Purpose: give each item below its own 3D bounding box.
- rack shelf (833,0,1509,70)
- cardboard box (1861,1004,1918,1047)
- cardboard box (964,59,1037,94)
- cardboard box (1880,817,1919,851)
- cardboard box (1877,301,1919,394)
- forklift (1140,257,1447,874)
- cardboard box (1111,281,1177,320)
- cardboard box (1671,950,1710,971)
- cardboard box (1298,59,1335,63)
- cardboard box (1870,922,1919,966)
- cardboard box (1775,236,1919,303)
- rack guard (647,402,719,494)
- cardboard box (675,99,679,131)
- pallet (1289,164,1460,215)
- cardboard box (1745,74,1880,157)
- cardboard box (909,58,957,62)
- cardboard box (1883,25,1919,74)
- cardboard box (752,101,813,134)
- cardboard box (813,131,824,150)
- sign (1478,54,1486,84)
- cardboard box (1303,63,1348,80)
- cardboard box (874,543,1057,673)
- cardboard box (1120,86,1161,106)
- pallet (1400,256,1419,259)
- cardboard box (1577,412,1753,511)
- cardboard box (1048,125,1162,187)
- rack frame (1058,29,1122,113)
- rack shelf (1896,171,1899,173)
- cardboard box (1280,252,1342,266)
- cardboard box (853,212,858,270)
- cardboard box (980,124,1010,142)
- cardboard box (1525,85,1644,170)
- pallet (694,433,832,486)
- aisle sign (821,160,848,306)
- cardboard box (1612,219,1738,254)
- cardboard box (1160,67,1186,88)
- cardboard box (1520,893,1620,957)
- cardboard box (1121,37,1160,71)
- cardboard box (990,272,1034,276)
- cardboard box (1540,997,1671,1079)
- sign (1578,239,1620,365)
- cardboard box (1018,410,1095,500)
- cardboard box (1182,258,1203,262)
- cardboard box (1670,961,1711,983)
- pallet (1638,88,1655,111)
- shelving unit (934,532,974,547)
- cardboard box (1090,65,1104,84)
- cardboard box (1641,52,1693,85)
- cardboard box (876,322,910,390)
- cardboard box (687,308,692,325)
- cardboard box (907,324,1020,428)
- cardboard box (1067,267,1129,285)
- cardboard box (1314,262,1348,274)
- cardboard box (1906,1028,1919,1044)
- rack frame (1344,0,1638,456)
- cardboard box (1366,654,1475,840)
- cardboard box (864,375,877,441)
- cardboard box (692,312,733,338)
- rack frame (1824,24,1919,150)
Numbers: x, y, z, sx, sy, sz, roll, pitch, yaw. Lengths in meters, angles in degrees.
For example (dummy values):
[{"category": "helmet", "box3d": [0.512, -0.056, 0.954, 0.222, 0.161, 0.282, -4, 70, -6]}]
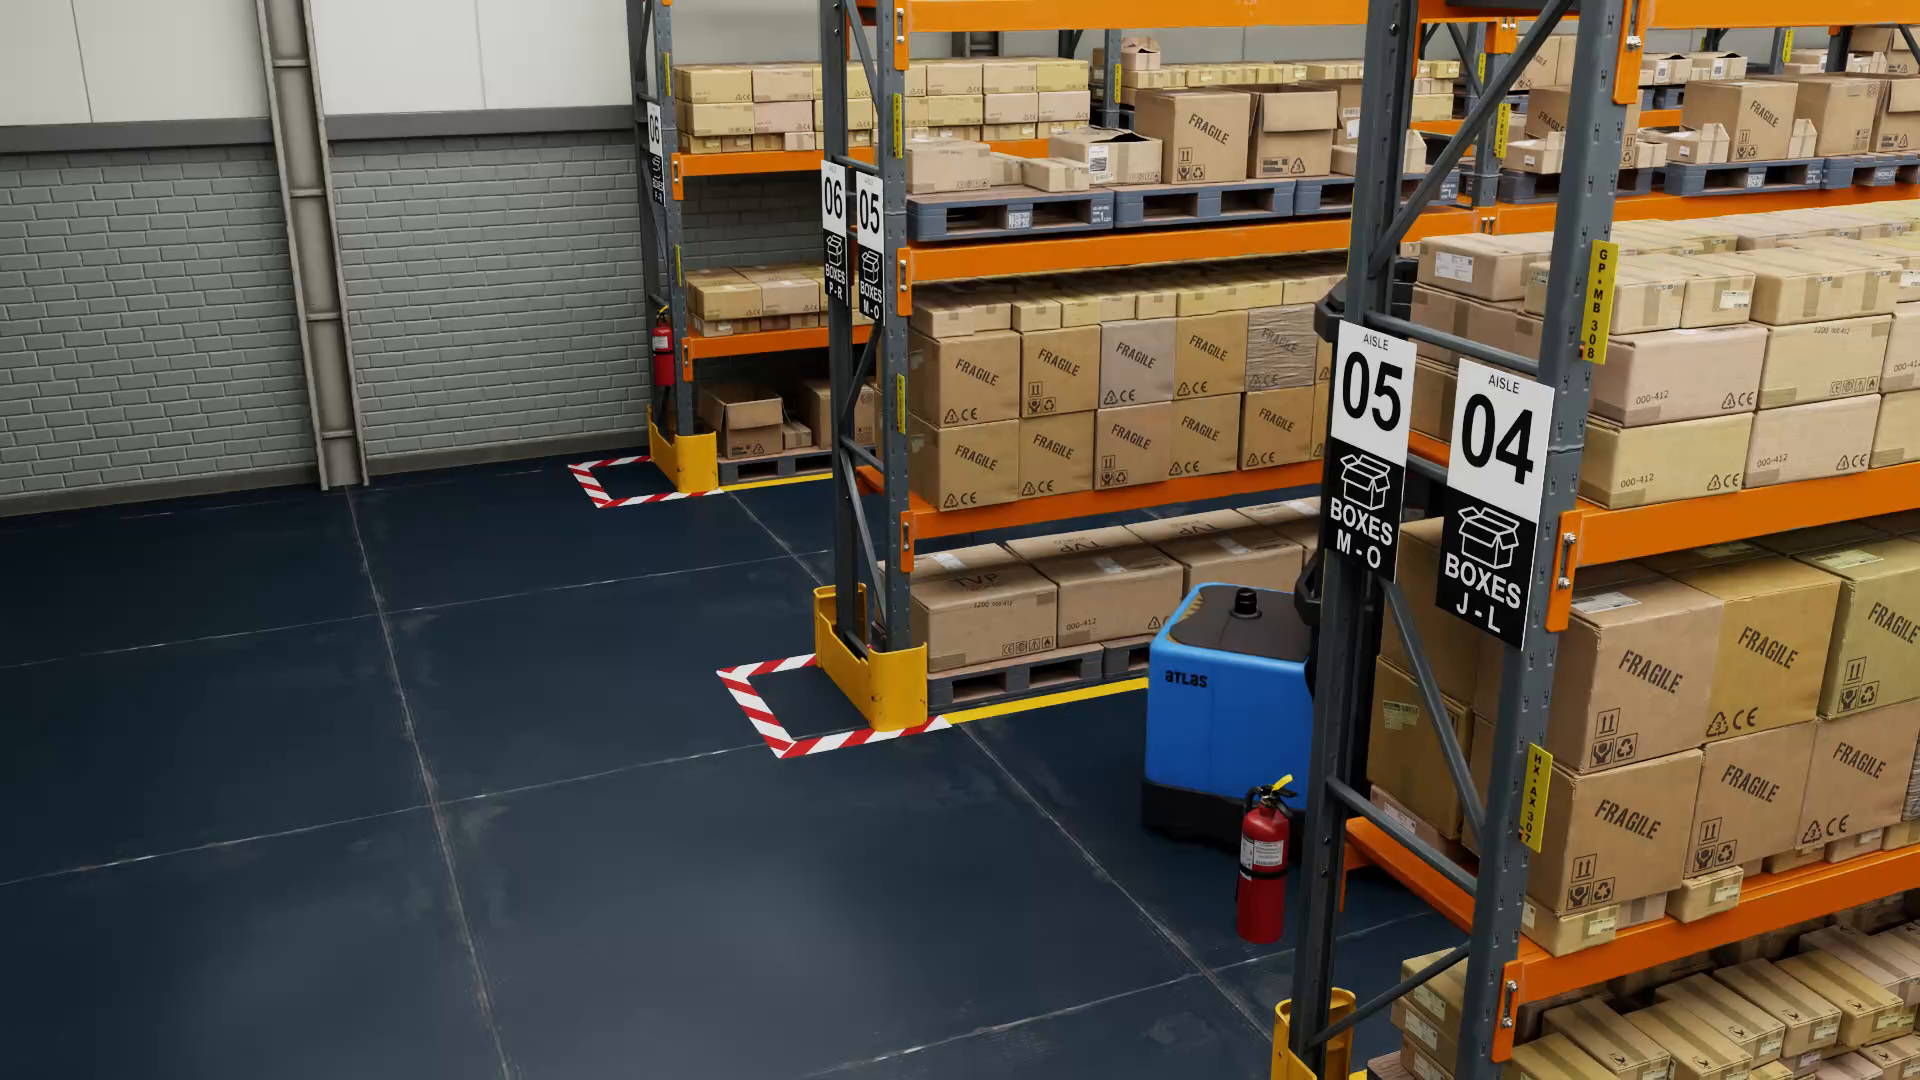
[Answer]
[{"category": "rack shelf", "box3d": [1.295, -3.043, 9.801, 4.000, 0.370, 1.077, -8, 21, -22]}, {"category": "cardboard box", "box3d": [3.527, 1.810, 6.577, 0.250, 0.149, 0.380, -7, 21, -19]}, {"category": "cardboard box", "box3d": [0.331, -4.029, 14.457, 0.500, 0.250, 0.500, -9, 21, -23]}, {"category": "cardboard box", "box3d": [3.351, 0.973, 6.121, 0.250, 0.149, 0.380, -7, 21, -20]}, {"category": "cardboard box", "box3d": [2.965, -0.673, 5.372, 0.500, 0.250, 0.500, -8, 21, -21]}, {"category": "forklift", "box3d": [2.510, 0.180, 8.096, 3.031, 2.935, 1.130, 8, 21, 21]}, {"category": "cardboard box", "box3d": [1.091, -1.432, 9.939, 0.250, 0.149, 0.380, -8, 21, -21]}, {"category": "cardboard box", "box3d": [2.826, 1.581, 6.779, 0.250, 0.149, 0.380, -7, 21, -20]}, {"category": "cardboard box", "box3d": [3.454, -4.615, 16.275, 0.250, 0.149, 0.380, -8, 21, -22]}, {"category": "cardboard box", "box3d": [3.793, 1.678, 6.505, 0.250, 0.149, 0.380, -9, 21, -24]}, {"category": "cardboard box", "box3d": [2.837, -0.863, 5.312, 0.250, 0.149, 0.380, -8, 21, -20]}, {"category": "rack guard", "box3d": [-2.441, -0.823, 14.606, 0.348, 0.500, 1.175, -8, 21, -22]}, {"category": "cardboard box", "box3d": [-2.211, -3.618, 14.041, 0.500, 0.250, 0.500, -9, 21, -23]}, {"category": "pallet", "box3d": [2.376, -2.273, 10.579, 1.213, 0.211, 1.003, -8, 21, -22]}, {"category": "cardboard box", "box3d": [5.970, -3.003, 11.734, 0.500, 0.500, 0.700, -9, 21, -25]}, {"category": "cardboard box", "box3d": [-0.341, -4.120, 14.715, 0.500, 0.250, 0.500, -8, 21, -23]}, {"category": "cardboard box", "box3d": [10.890, -5.567, 18.866, 0.500, 0.500, 0.700, -8, 21, -22]}, {"category": "cardboard box", "box3d": [-1.537, -3.524, 13.776, 0.500, 0.250, 0.500, -8, 21, -21]}, {"category": "cardboard box", "box3d": [-1.147, -3.368, 13.933, 0.250, 0.149, 0.380, -8, 21, -22]}, {"category": "sign", "box3d": [5.047, -4.537, 16.096, 0.005, 0.325, 0.100, -8, 21, -22]}, {"category": "cardboard box", "box3d": [3.445, -4.410, 15.693, 0.250, 0.149, 0.380, -8, 21, -22]}, {"category": "cardboard box", "box3d": [0.025, 0.415, 10.553, 0.875, 0.438, 0.875, -9, 21, -24]}, {"category": "cardboard box", "box3d": [1.593, -3.978, 14.881, 0.250, 0.149, 0.380, -8, 21, -21]}, {"category": "pallet", "box3d": [4.240, -2.843, 16.869, 1.003, 0.211, 1.213, -8, 21, -22]}, {"category": "cardboard box", "box3d": [2.025, -0.308, 5.088, 0.500, 0.250, 0.500, -7, 21, -20]}, {"category": "cardboard box", "box3d": [0.853, -2.278, 9.811, 0.500, 0.311, 0.500, -8, 21, -21]}, {"category": "rack frame", "box3d": [1.162, -5.348, 14.660, 0.127, 3.000, 1.000, -8, 21, -22]}, {"category": "rack shelf", "box3d": [8.640, -2.870, 13.222, 4.000, 0.370, 1.077, -8, 21, -22]}, {"category": "cardboard box", "box3d": [2.291, -1.782, 10.934, 0.250, 0.149, 0.380, -8, 21, -23]}, {"category": "cardboard box", "box3d": [-0.611, -2.590, 14.510, 0.500, 0.500, 0.500, -8, 21, -21]}, {"category": "cardboard box", "box3d": [0.245, -3.582, 14.541, 0.250, 0.149, 0.380, -8, 21, -22]}, {"category": "cardboard box", "box3d": [4.055, -2.692, 10.853, 0.500, 0.500, 0.500, -9, 21, -23]}, {"category": "pallet", "box3d": [-1.710, -0.791, 14.952, 1.213, 0.211, 1.003, -8, 21, -22]}, {"category": "aisle sign", "box3d": [-0.731, -1.790, 9.674, 0.004, 0.787, 0.394, -8, 21, -22]}, {"category": "cardboard box", "box3d": [2.401, -0.988, 5.668, 0.250, 0.149, 0.380, -8, 21, -21]}, {"category": "cardboard box", "box3d": [1.826, -4.162, 14.957, 0.250, 0.149, 0.380, -8, 21, -21]}, {"category": "cardboard box", "box3d": [1.939, 1.194, 5.494, 0.250, 0.149, 0.380, -8, 21, -22]}, {"category": "cardboard box", "box3d": [1.576, -4.328, 14.806, 0.258, 0.266, 0.396, -8, 21, -22]}, {"category": "cardboard box", "box3d": [0.336, -2.376, 15.031, 0.500, 0.250, 0.500, -8, 21, -22]}, {"category": "cardboard box", "box3d": [2.333, 1.845, 6.029, 0.250, 0.149, 0.380, -8, 21, -21]}, {"category": "sign", "box3d": [1.727, -0.644, 4.502, 0.005, 0.325, 0.100, -8, 21, -22]}, {"category": "cardboard box", "box3d": [0.466, -0.576, 9.992, 0.500, 0.500, 0.500, -8, 21, -23]}, {"category": "cardboard box", "box3d": [2.170, -2.827, 15.751, 0.500, 0.500, 0.700, -8, 21, -21]}, {"category": "cardboard box", "box3d": [2.830, 1.727, 6.814, 0.250, 0.149, 0.380, -8, 21, -21]}, {"category": "pallet", "box3d": [6.448, -4.634, 17.436, 1.213, 0.211, 1.003, -7, 21, -19]}, {"category": "shelving unit", "box3d": [-0.049, -0.488, 12.828, 0.252, 1.050, 0.215, -8, 21, -22]}, {"category": "cardboard box", "box3d": [1.391, -4.275, 15.277, 0.250, 0.149, 0.380, -8, 21, -23]}, {"category": "cardboard box", "box3d": [7.234, -4.918, 17.308, 0.500, 0.311, 0.500, -9, 21, -24]}, {"category": "cardboard box", "box3d": [-0.193, -1.133, 10.068, 0.500, 0.500, 0.500, -7, 21, -20]}, {"category": "cardboard box", "box3d": [-2.313, -1.999, 14.560, 0.250, 0.149, 0.380, -8, 21, -23]}, {"category": "cardboard box", "box3d": [0.012, -0.974, 9.614, 0.500, 0.500, 0.500, -9, 21, -23]}, {"category": "cardboard box", "box3d": [0.858, -1.596, 10.406, 0.250, 0.149, 0.380, -8, 21, -21]}, {"category": "cardboard box", "box3d": [2.457, -1.660, 10.589, 0.250, 0.149, 0.380, -8, 21, -22]}, {"category": "cardboard box", "box3d": [3.743, 1.944, 6.646, 0.250, 0.149, 0.380, -8, 21, -21]}, {"category": "rack frame", "box3d": [1.512, -1.812, 4.619, 0.127, 3.000, 1.000, -8, 21, -22]}, {"category": "cardboard box", "box3d": [1.823, 0.693, 5.940, 0.500, 0.500, 0.500, -8, 21, -21]}, {"category": "cardboard box", "box3d": [-0.587, -1.202, 15.051, 0.500, 0.500, 0.500, -8, 21, -21]}, {"category": "cardboard box", "box3d": [-2.101, -1.833, 14.089, 0.250, 0.149, 0.380, -8, 21, -22]}, {"category": "rack frame", "box3d": [6.804, -4.361, 11.857, 0.127, 3.000, 1.000, -8, 21, -22]}]
